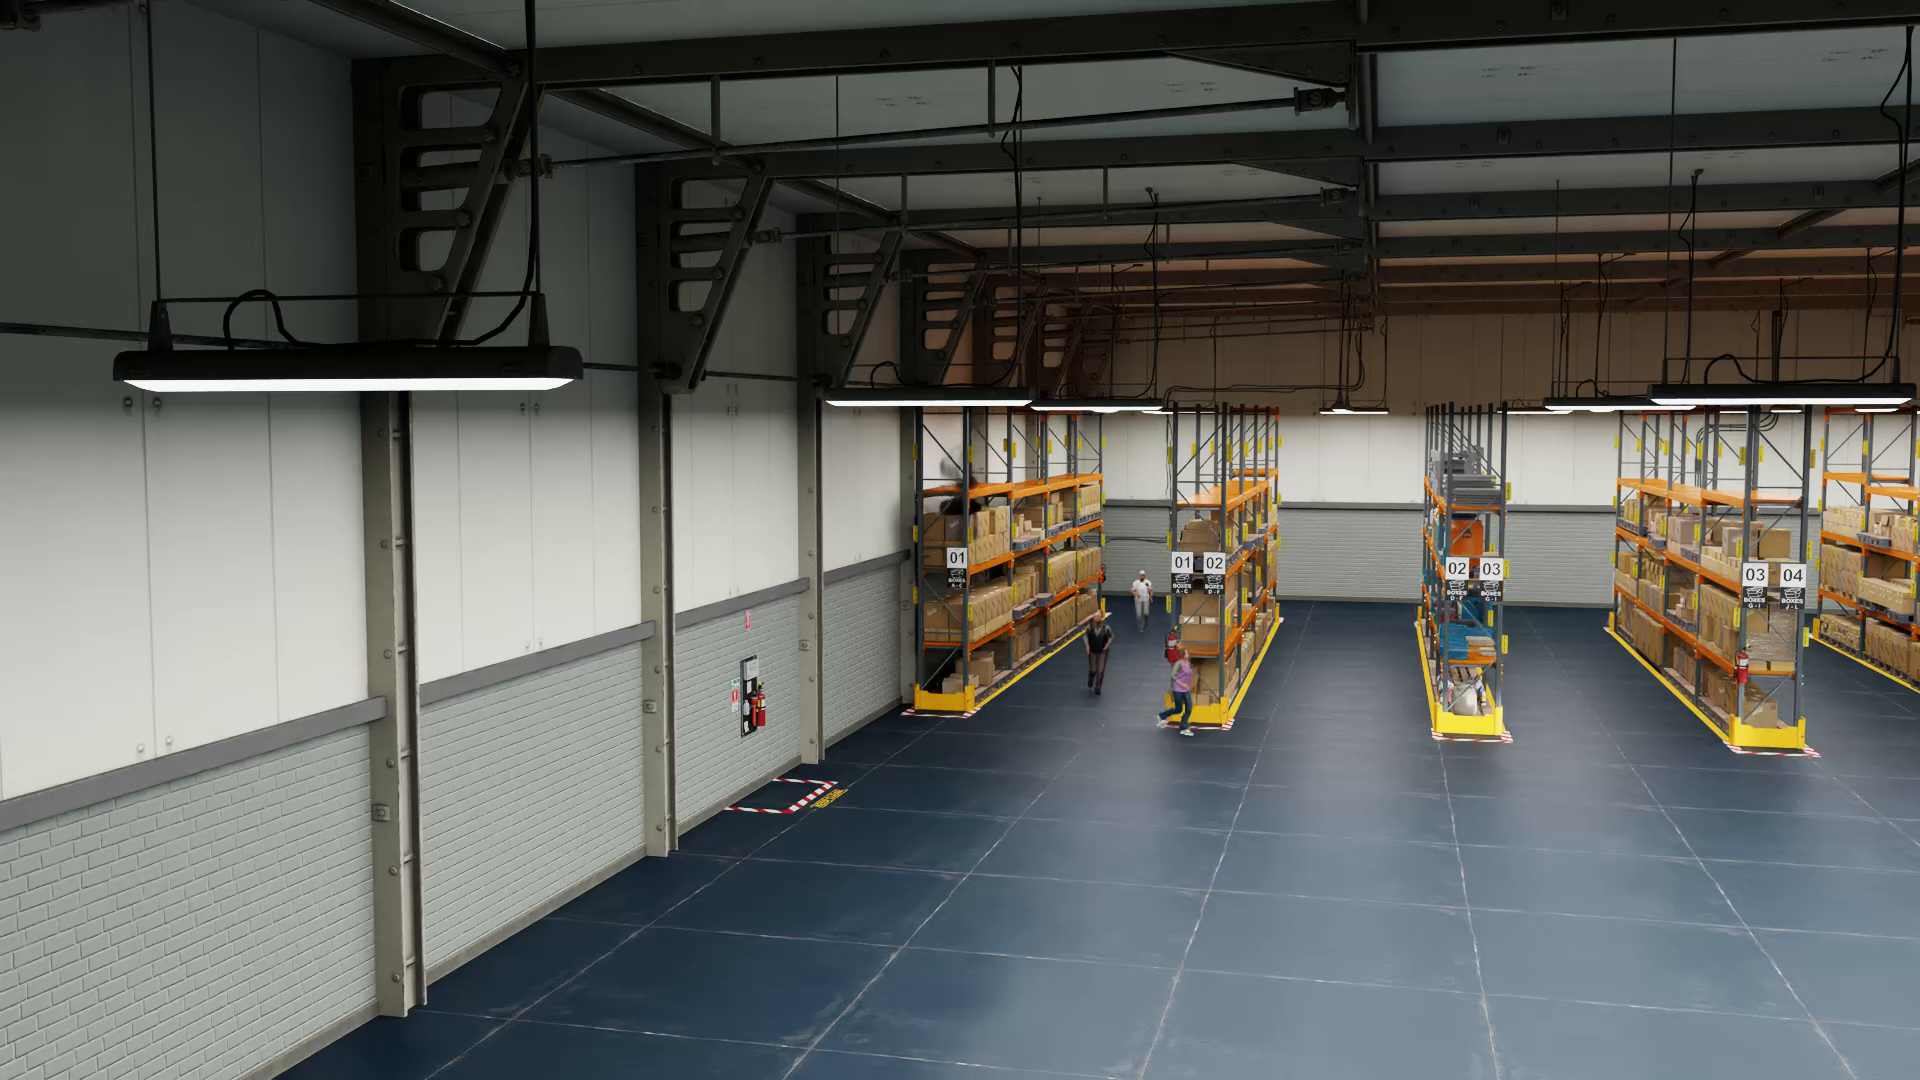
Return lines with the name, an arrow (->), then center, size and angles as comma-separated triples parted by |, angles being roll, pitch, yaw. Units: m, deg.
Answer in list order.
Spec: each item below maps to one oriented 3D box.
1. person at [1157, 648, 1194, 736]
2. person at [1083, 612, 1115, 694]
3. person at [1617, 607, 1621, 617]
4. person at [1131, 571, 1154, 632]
person -> 3.958, 2.720, 30.053 | 0.742, 1.564, 0.543 | 4, 6, 41
person -> 2.877, 2.341, 34.497 | 0.656, 1.695, 0.625 | 0, 4, 6
person -> 18.326, 1.473, 45.399 | 0.933, 1.836, 0.691 | 4, 6, 40
person -> 4.871, 1.645, 44.365 | 0.600, 1.616, 0.538 | 0, 4, 5
